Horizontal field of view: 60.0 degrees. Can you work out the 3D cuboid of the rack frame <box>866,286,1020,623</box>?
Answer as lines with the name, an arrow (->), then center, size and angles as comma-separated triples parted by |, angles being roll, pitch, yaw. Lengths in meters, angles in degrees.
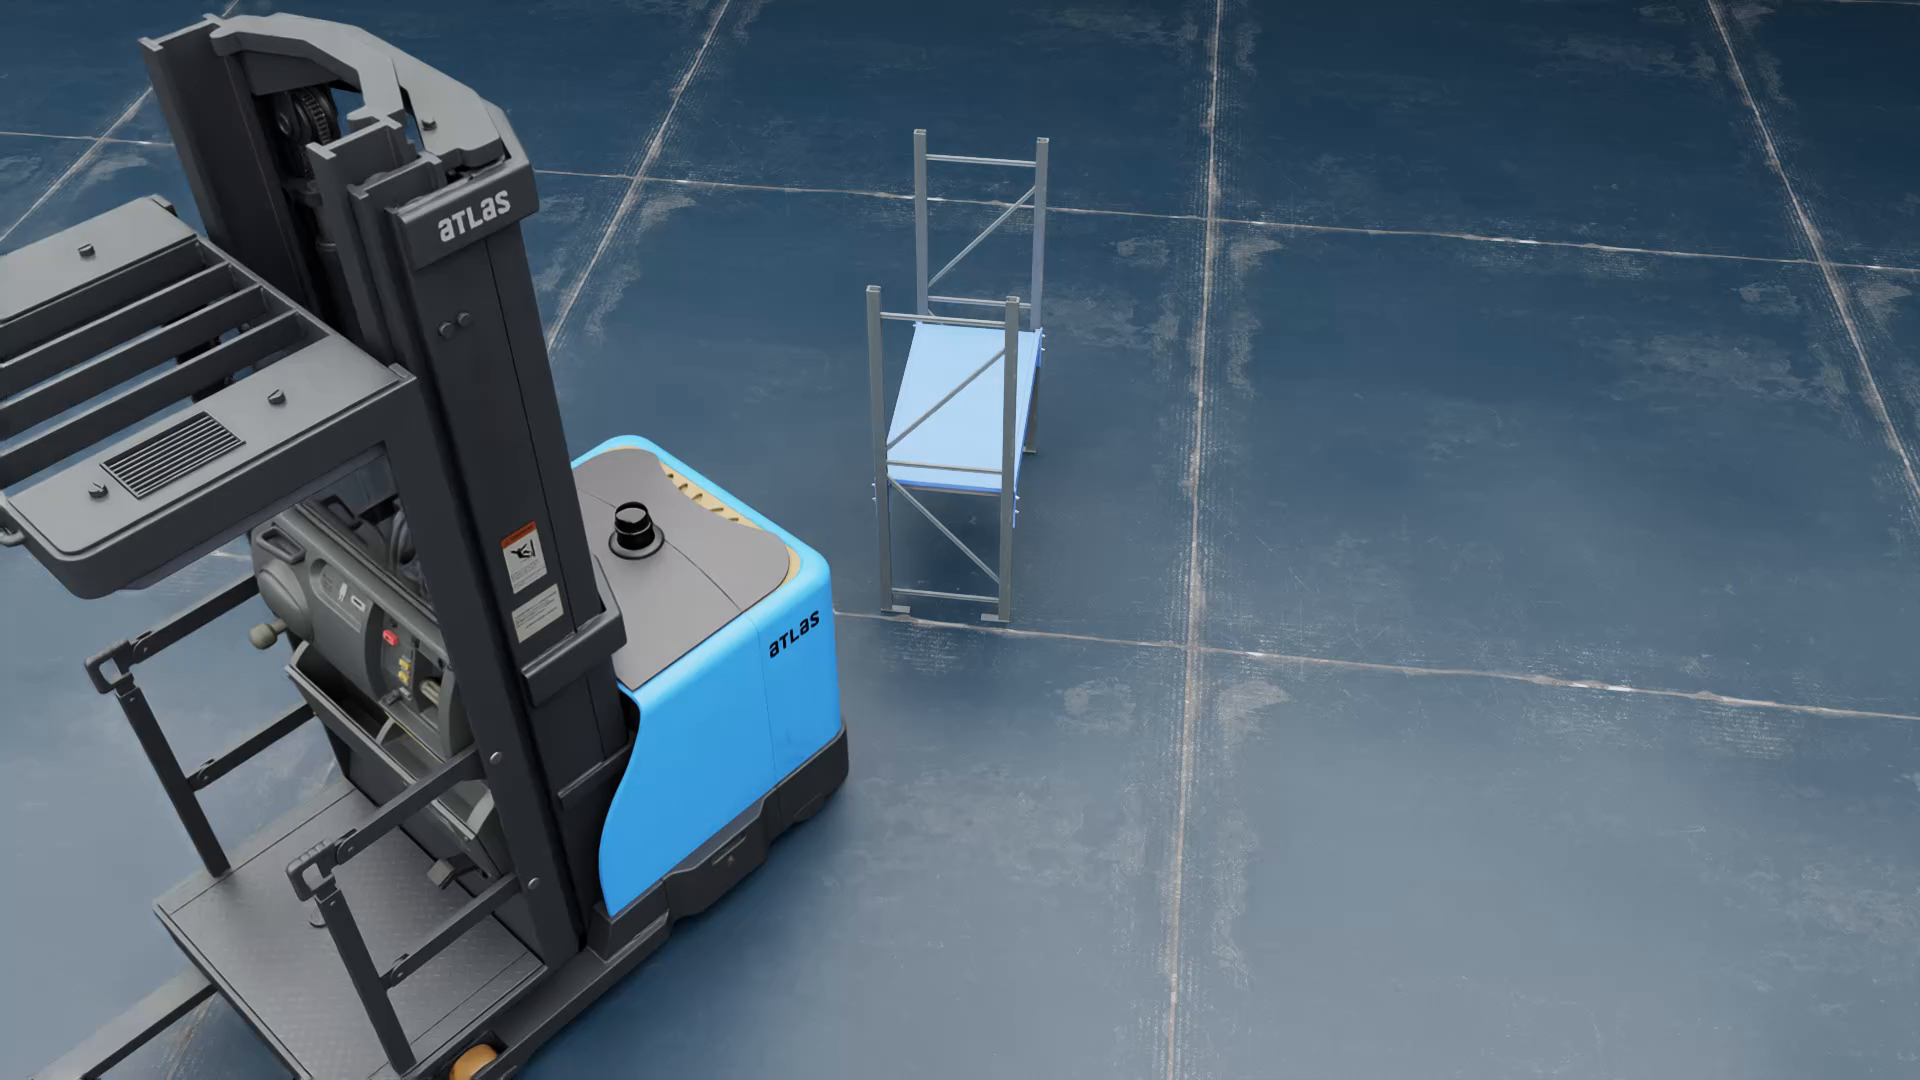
rack frame -> -0.056, -0.256, 5.930 | 0.500, 1.500, 0.032 | 5, 44, 6

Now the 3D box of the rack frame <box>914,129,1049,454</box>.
rack frame -> 0.078, -0.949, 6.662 | 0.500, 1.500, 0.032 | 5, 44, 6

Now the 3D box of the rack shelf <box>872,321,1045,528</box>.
rack shelf -> 0.011, -0.472, 6.419 | 0.538, 0.185, 1.000 | 5, 44, 6

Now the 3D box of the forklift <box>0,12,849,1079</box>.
forklift -> -1.748, 0.310, 4.291 | 1.130, 2.935, 3.031 | 32, 52, 29

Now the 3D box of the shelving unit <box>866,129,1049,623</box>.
shelving unit -> 0.011, -0.603, 6.296 | 0.538, 1.500, 1.048 | 5, 44, 6
